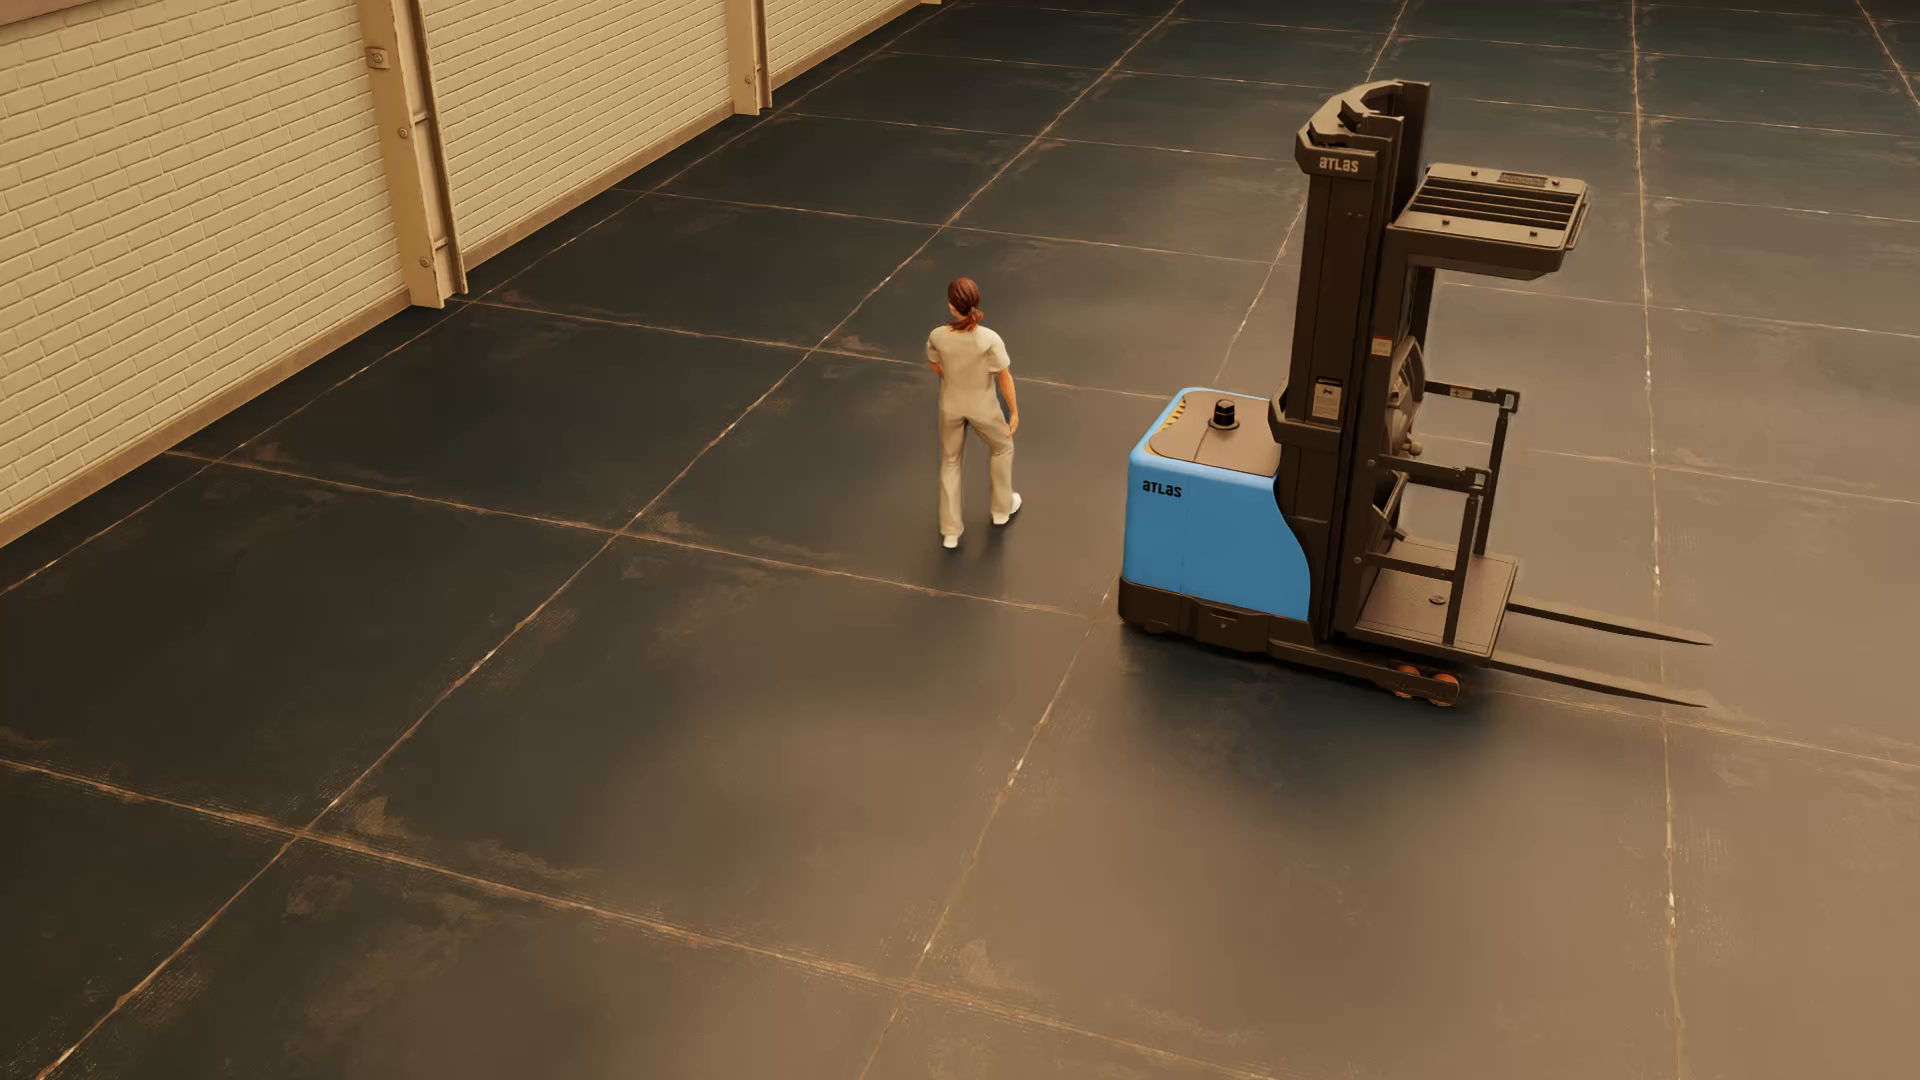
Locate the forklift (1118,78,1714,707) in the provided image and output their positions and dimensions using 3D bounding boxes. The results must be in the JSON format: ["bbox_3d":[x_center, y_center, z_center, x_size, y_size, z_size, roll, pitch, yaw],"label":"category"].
[{"bbox_3d":[2.440,-0.715,8.390,3.031,2.935,1.130,12,32,21],"label":"forklift"}]

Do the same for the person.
[{"bbox_3d":[0.085,-0.794,9.856,0.556,1.626,0.652,5,30,9],"label":"person"}]
